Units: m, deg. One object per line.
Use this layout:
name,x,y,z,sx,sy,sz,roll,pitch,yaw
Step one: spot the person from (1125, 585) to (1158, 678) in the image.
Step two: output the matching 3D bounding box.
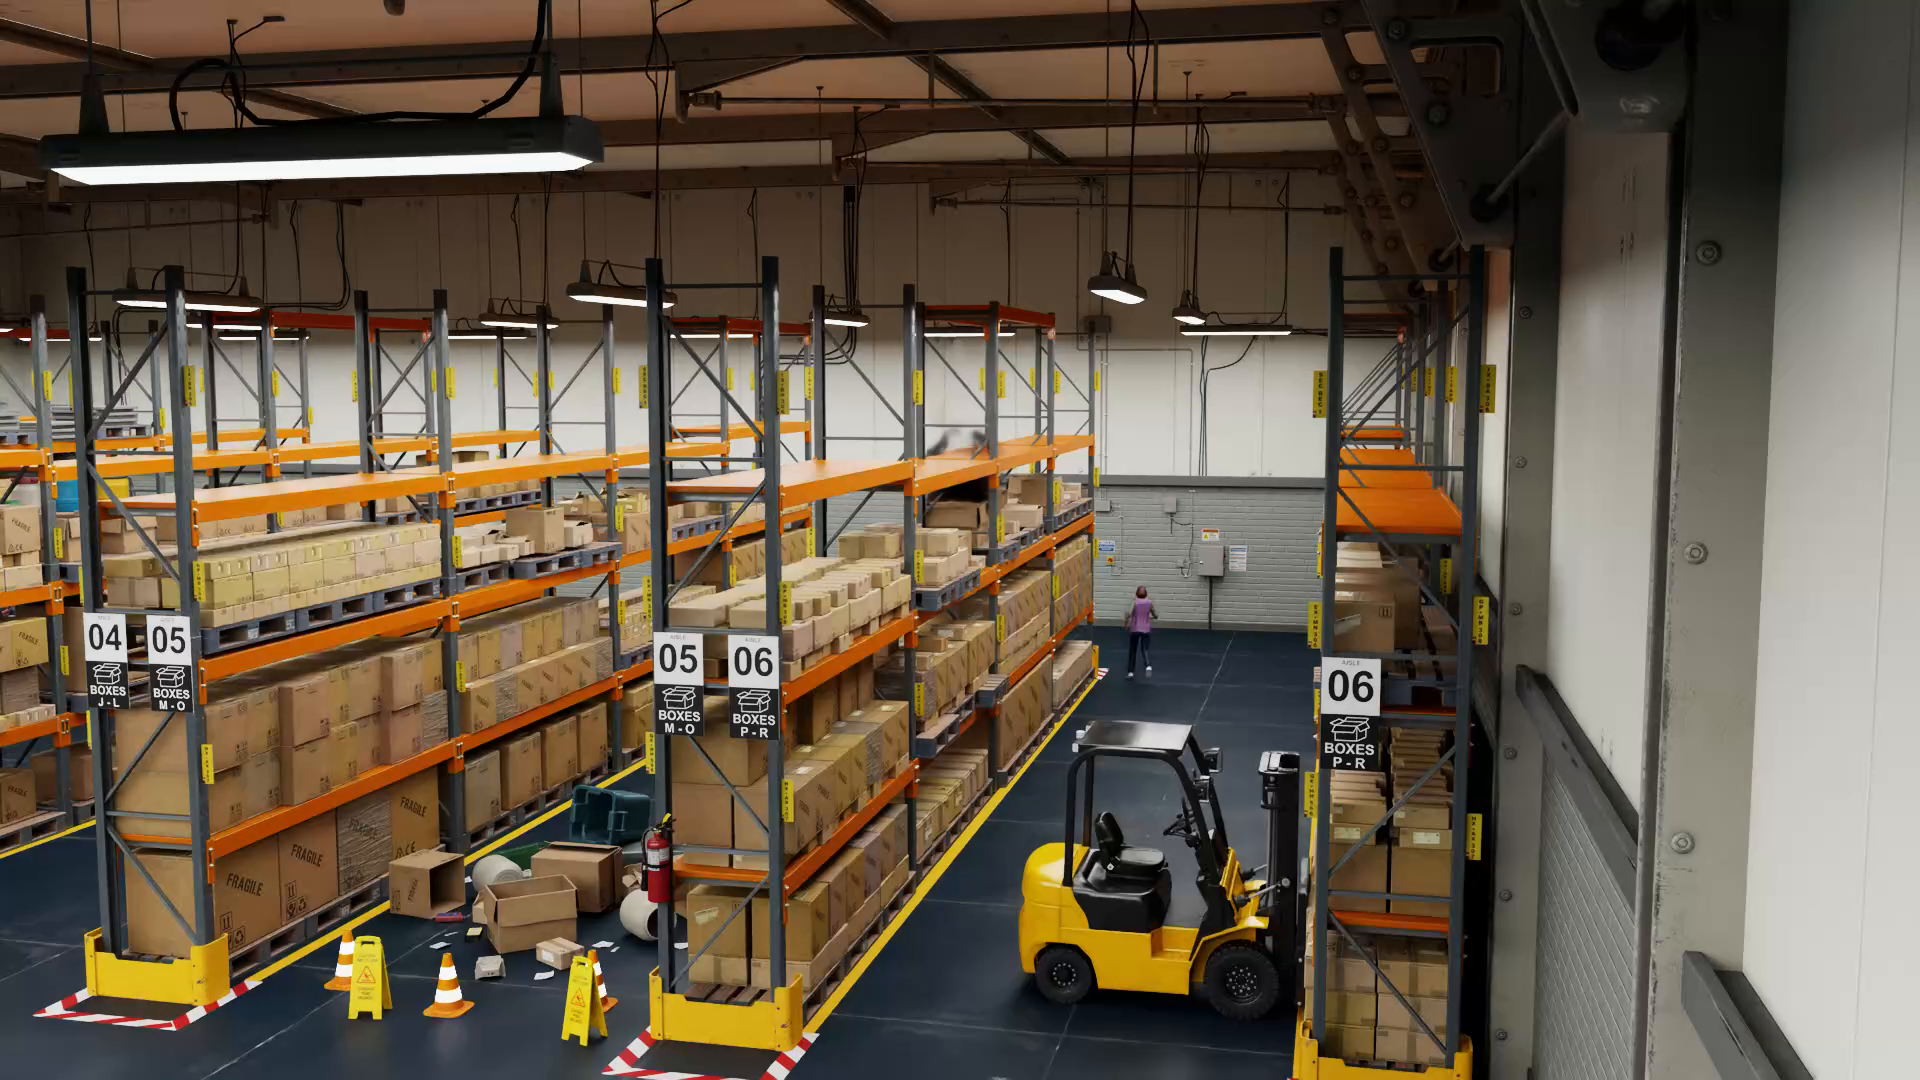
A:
person,3.023,1.558,27.780,0.582,1.603,0.836,-1,6,-6
